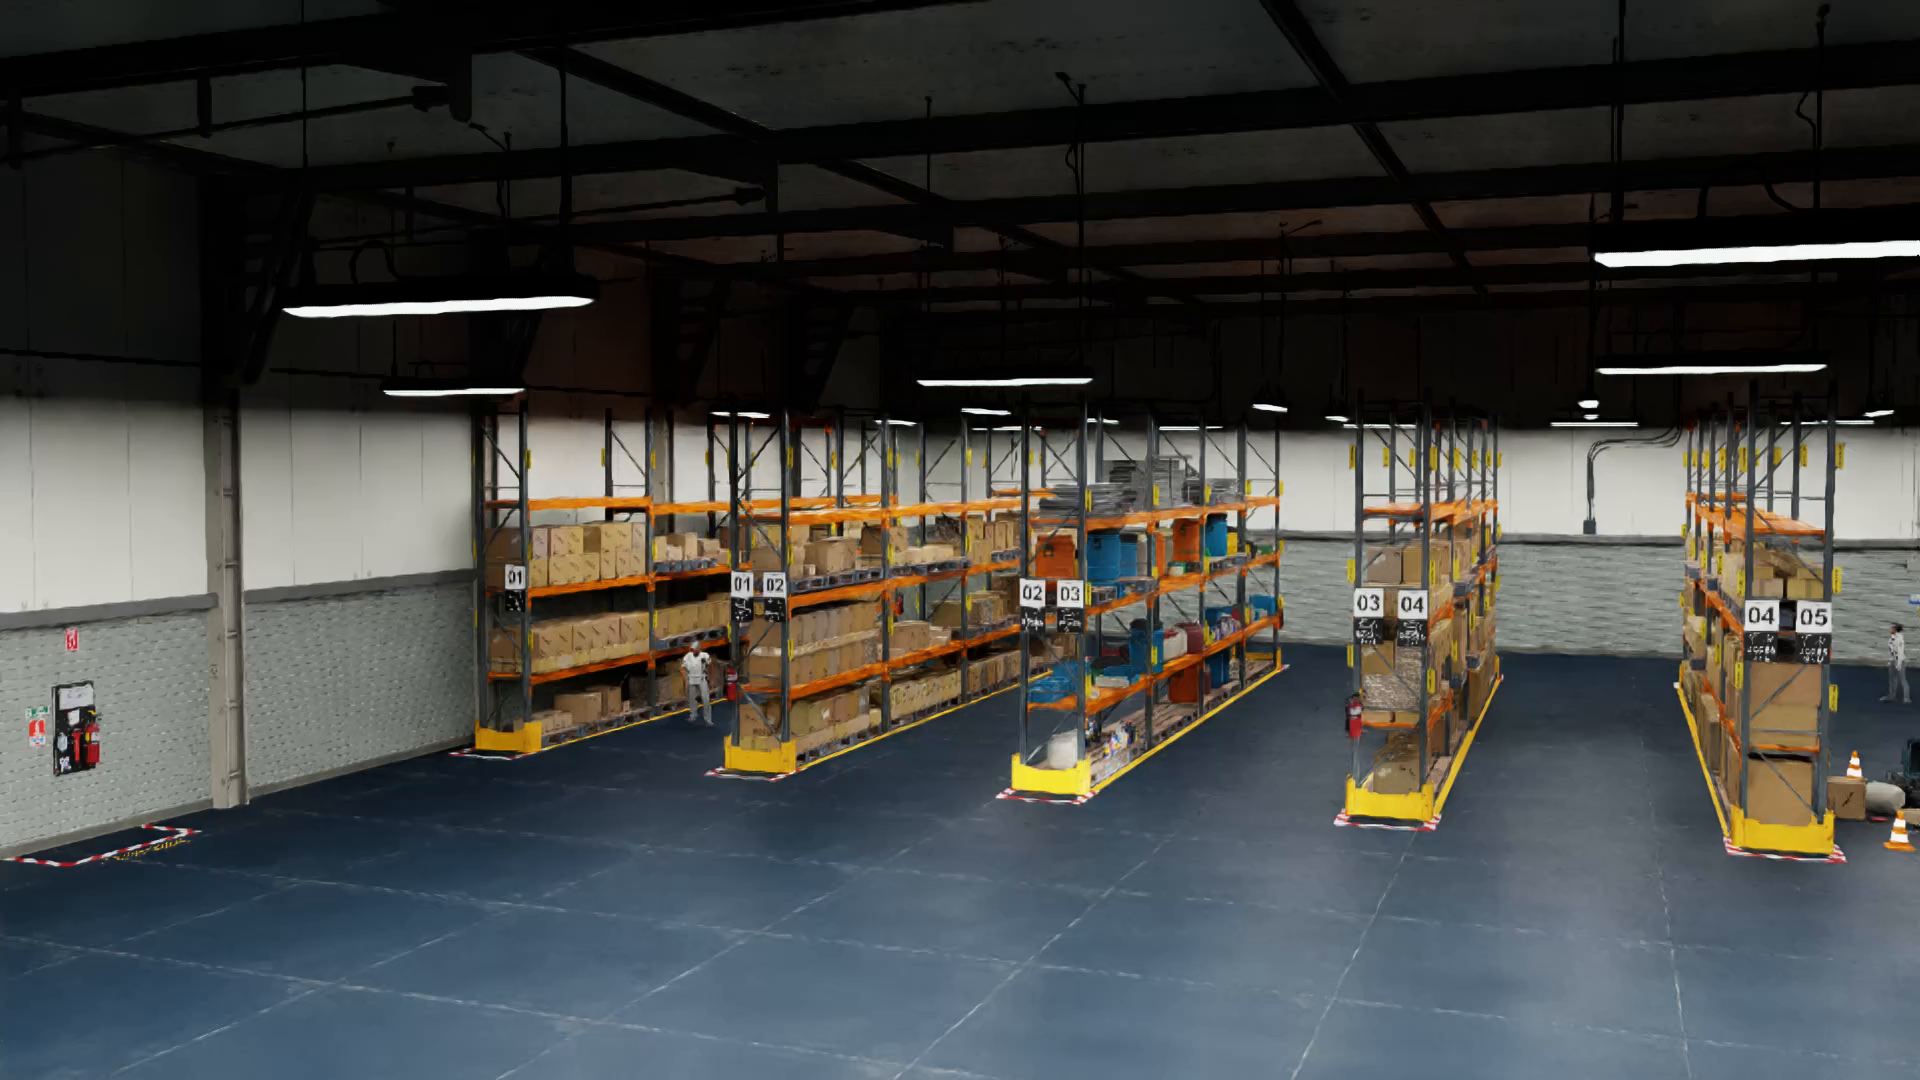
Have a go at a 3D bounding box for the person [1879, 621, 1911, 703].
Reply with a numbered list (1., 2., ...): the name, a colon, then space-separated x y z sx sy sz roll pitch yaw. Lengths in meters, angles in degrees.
1. person: 19.248 2.502 34.161 0.488 1.667 0.582 1 3 14

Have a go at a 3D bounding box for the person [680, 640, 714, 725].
1. person: -4.924 2.671 31.384 0.661 1.599 0.805 0 3 3
